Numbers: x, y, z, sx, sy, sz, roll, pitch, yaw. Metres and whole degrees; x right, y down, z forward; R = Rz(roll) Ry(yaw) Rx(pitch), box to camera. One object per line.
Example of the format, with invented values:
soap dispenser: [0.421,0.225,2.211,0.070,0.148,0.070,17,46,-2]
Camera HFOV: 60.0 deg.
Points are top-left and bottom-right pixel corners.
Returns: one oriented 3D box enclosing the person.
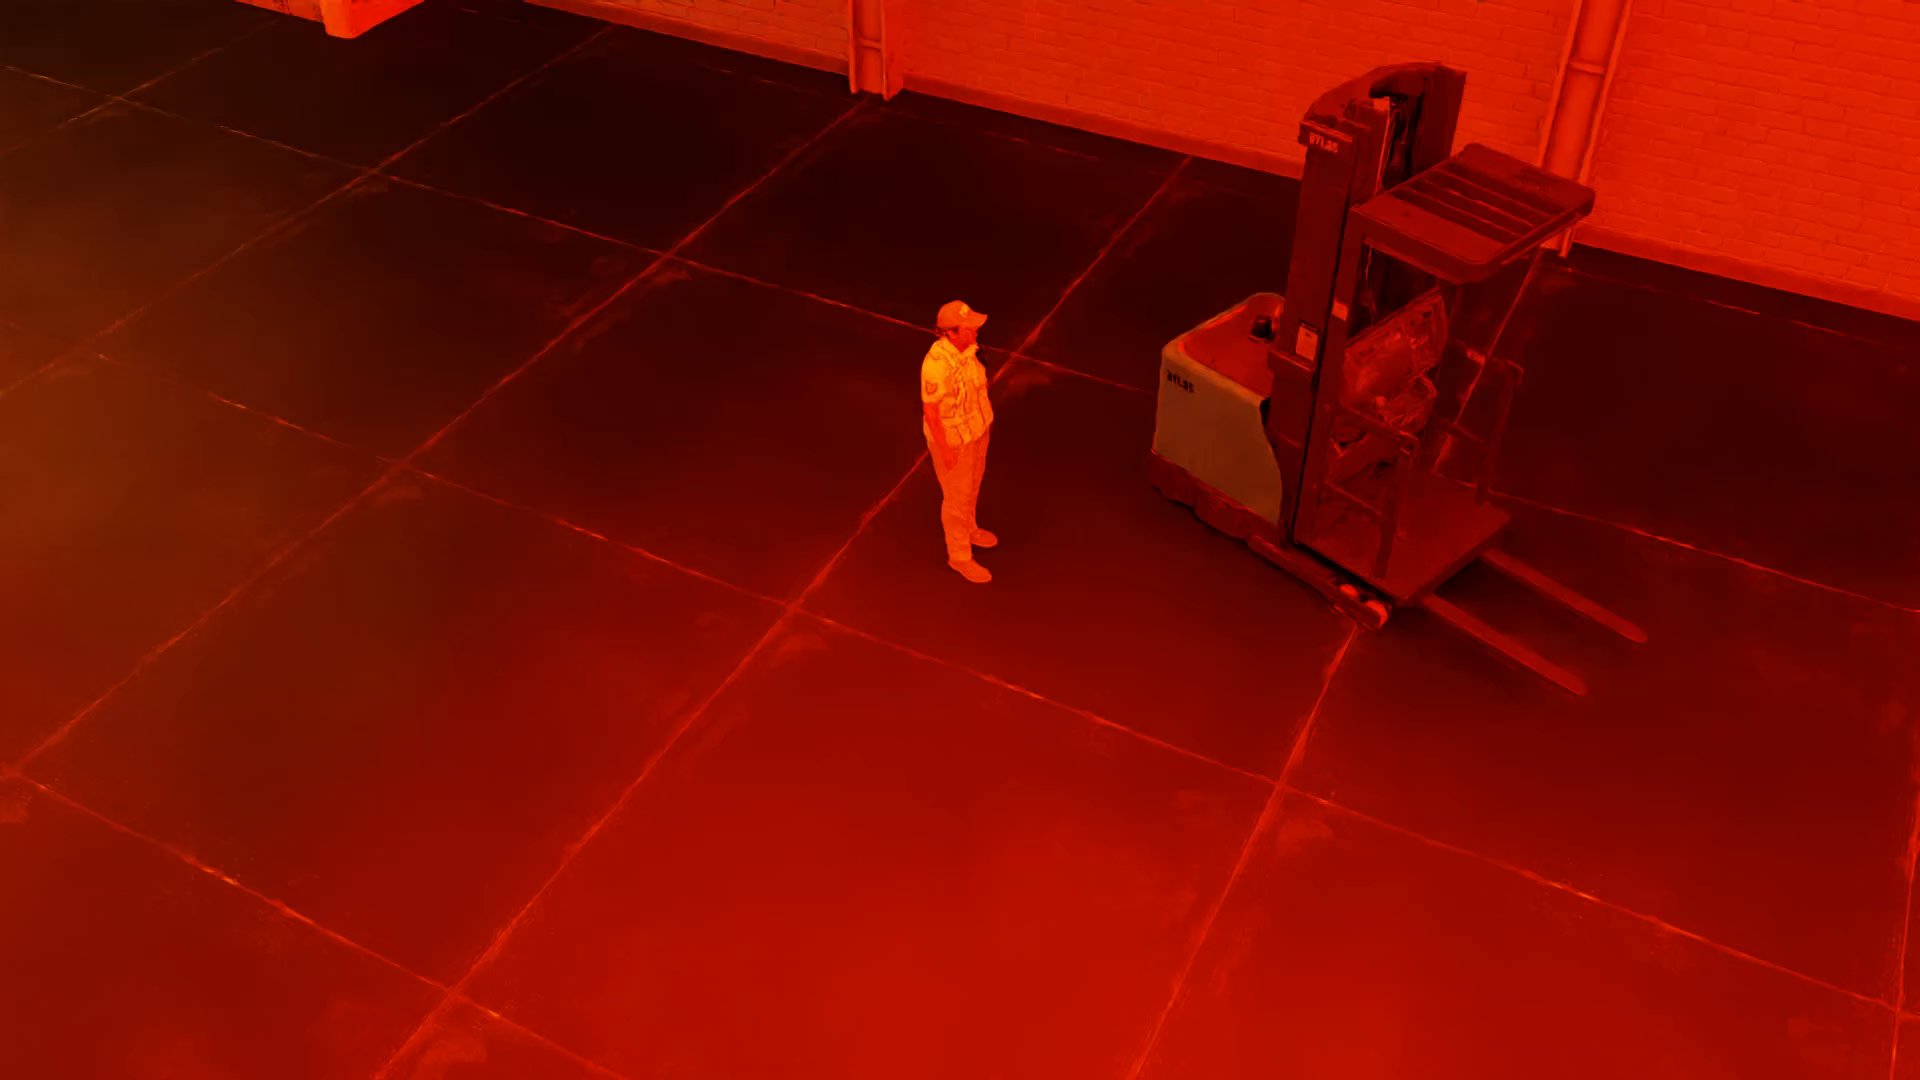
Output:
person: [0.058,-0.607,9.678,0.529,1.669,0.598,18,43,21]

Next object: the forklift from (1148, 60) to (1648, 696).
forklift: [2.567,-0.980,9.150,1.130,2.935,3.031,-31,49,-31]
